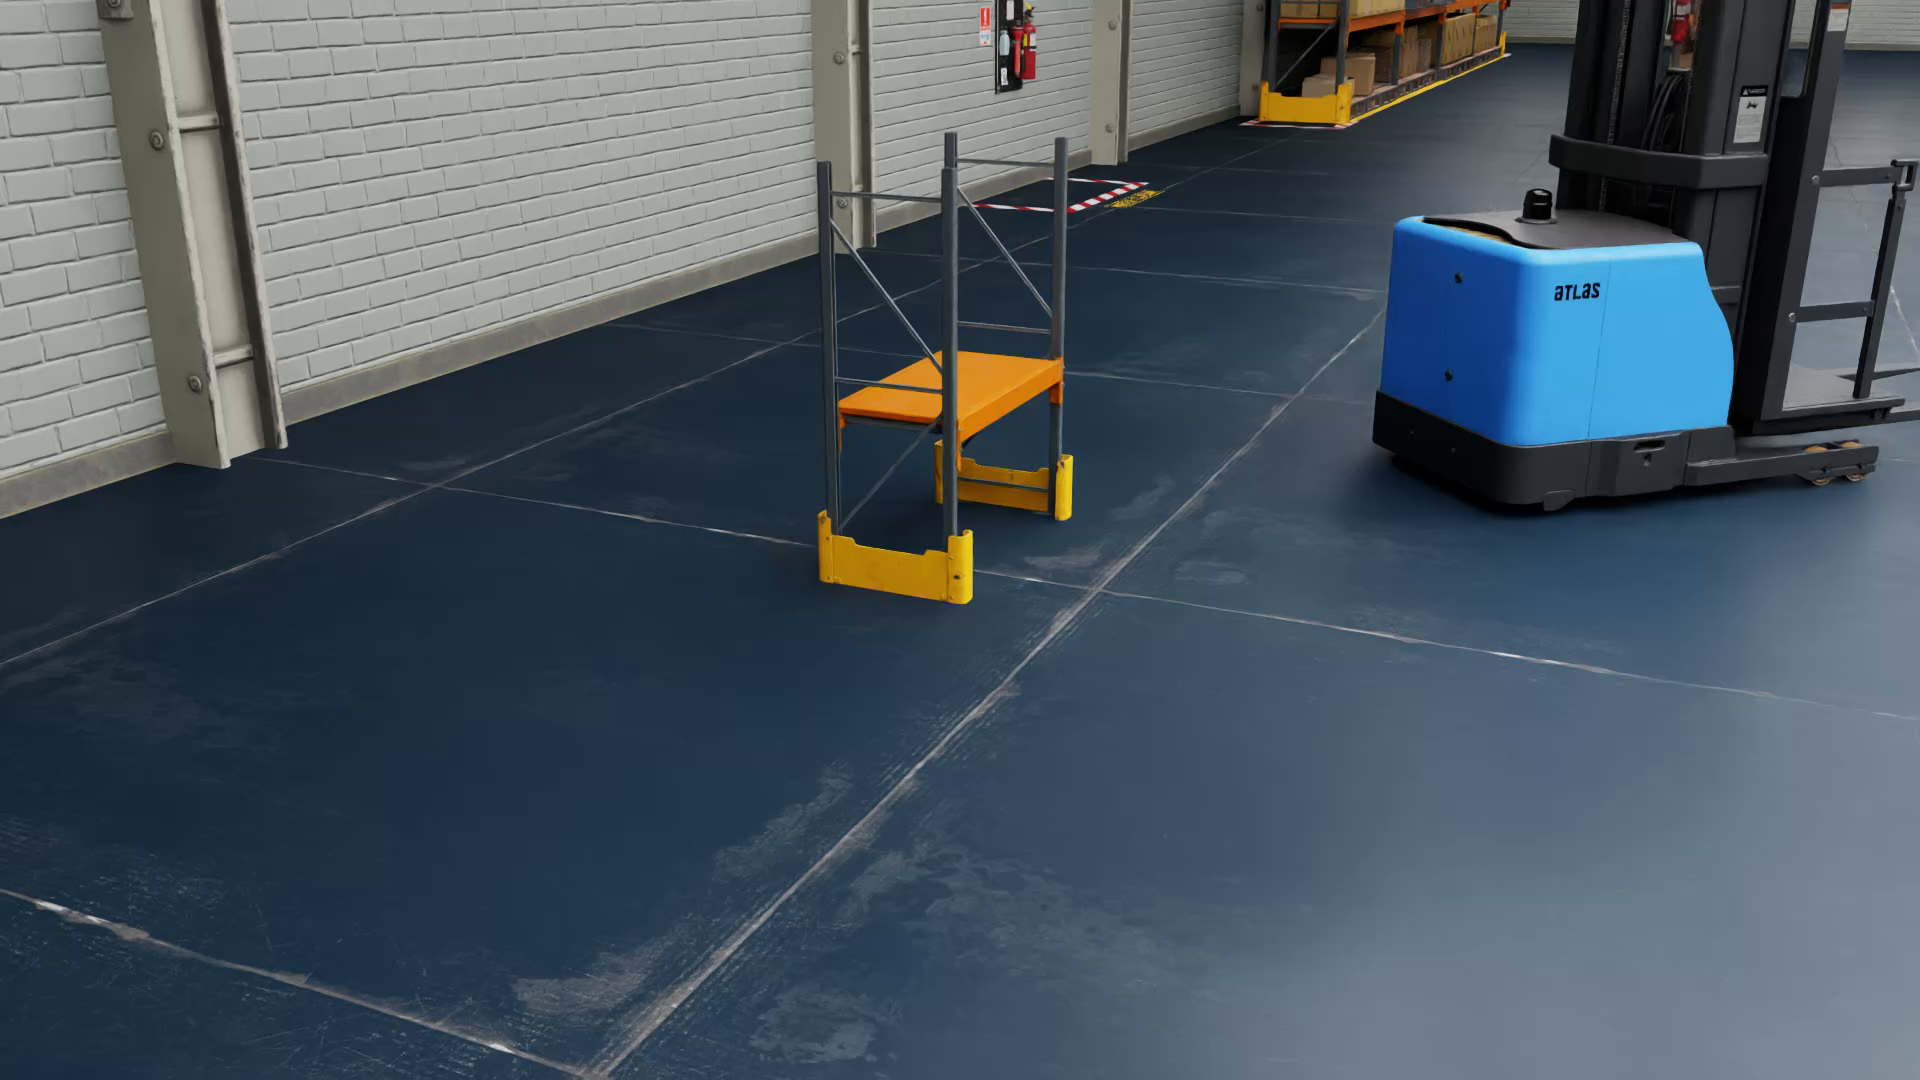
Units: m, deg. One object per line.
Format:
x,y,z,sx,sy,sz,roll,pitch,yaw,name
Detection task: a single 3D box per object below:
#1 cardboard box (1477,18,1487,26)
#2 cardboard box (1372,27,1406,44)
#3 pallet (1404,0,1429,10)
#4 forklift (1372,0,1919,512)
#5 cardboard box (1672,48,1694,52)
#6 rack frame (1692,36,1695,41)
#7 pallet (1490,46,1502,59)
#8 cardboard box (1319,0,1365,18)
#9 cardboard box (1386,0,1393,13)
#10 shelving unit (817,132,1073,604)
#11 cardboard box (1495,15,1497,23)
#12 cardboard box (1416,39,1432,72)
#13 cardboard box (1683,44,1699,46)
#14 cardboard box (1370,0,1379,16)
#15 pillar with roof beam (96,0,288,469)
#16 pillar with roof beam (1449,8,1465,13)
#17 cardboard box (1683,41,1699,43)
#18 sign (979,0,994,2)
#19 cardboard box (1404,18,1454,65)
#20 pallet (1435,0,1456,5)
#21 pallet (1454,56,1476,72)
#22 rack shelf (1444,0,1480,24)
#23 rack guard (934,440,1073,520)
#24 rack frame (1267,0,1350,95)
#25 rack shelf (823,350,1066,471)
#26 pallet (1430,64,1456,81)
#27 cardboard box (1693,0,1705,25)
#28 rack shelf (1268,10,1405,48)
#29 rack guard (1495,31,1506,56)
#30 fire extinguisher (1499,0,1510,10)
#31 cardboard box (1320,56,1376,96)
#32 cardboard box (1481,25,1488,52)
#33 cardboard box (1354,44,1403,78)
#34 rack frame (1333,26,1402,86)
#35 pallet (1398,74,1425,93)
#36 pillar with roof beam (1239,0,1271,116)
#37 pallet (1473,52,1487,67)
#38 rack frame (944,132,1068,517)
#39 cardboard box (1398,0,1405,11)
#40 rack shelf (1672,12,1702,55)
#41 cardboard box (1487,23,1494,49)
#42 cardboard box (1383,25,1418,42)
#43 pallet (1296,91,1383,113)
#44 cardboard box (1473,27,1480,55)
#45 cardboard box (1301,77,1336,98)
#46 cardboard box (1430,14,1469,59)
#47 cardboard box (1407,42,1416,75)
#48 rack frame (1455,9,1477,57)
10.386,-10.425,33.442,0.380,0.149,0.250,8,21,21,cardboard box
6.863,-8.105,26.737,0.500,0.250,0.500,8,21,21,cardboard box
6.635,-8.323,25.683,1.003,0.211,1.213,9,21,23,pallet
3.434,-1.776,7.087,3.031,2.935,1.130,-7,21,-18,forklift
9.417,-6.067,21.409,0.500,0.500,0.500,9,21,23,cardboard box
12.348,-8.744,26.580,1.000,3.000,0.127,9,21,23,rack frame
10.847,-10.299,35.115,1.003,0.211,1.213,9,21,23,pallet
5.041,-7.022,21.930,0.500,0.250,0.500,8,21,21,cardboard box
5.869,-7.645,23.684,0.500,0.250,0.500,8,21,22,cardboard box
-0.031,-0.683,6.152,0.587,1.500,1.083,9,21,23,shelving unit
11.022,-10.902,34.784,0.380,0.149,0.250,8,21,22,cardboard box
7.580,-8.225,28.194,0.700,0.500,0.500,9,21,23,cardboard box
9.826,-6.373,22.269,0.500,0.500,0.500,9,21,23,cardboard box
5.455,-7.337,22.818,0.500,0.250,0.500,8,21,22,cardboard box
0.606,-4.043,4.409,9.100,9.000,0.400,9,21,23,pillar with roof beam
15.348,-15.048,35.353,9.100,9.000,0.400,9,21,23,pillar with roof beam
10.235,-6.678,23.129,0.500,0.500,0.500,9,21,23,cardboard box
0.235,-4.837,14.750,0.001,0.109,0.331,9,21,23,sign
8.248,-8.815,29.359,0.750,0.750,0.750,8,21,22,cardboard box
7.633,-9.100,27.867,1.213,0.211,1.003,9,21,23,pallet
9.218,-9.086,31.701,1.003,0.211,1.213,9,21,23,pallet
8.647,-9.695,30.328,1.077,0.370,4.000,9,21,23,rack shelf
0.173,-0.247,6.789,0.587,0.250,0.087,9,21,23,rack guard
4.552,-6.977,21.612,1.000,3.000,0.127,9,21,23,rack frame
-0.035,-0.511,6.204,0.538,0.185,1.000,9,21,23,rack shelf
8.219,-8.340,29.604,1.003,0.211,1.213,9,21,23,pallet
9.275,-6.487,20.083,0.700,0.500,0.500,9,21,23,cardboard box
5.371,-7.250,23.451,1.077,0.370,4.000,9,21,23,rack shelf
11.113,-10.698,35.804,1.175,0.500,0.348,9,21,23,rack guard
11.586,-11.639,35.392,0.296,0.674,0.183,9,21,23,fire extinguisher
5.496,-6.598,23.618,0.700,0.500,0.500,7,21,19,cardboard box
10.286,-10.190,33.749,0.700,0.500,0.500,9,22,24,cardboard box
6.642,-7.622,26.498,0.700,0.500,0.500,8,21,22,cardboard box
6.190,-8.200,25.050,1.000,3.000,0.127,9,21,23,rack frame
7.005,-7.499,27.239,1.003,0.211,1.213,9,21,23,pallet
7.977,-9.546,19.881,9.100,9.000,0.400,9,21,23,pillar with roof beam
9.848,-9.554,33.017,1.003,0.211,1.213,9,21,23,pallet
0.173,-0.836,6.581,0.500,1.500,0.032,9,21,23,rack frame
6.272,-7.952,24.548,0.500,0.250,0.500,9,21,23,cardboard box
9.891,-6.571,21.543,1.077,0.370,4.000,9,21,23,rack shelf
10.703,-10.508,34.643,0.700,0.500,0.500,8,21,23,cardboard box
7.290,-8.413,27.603,0.500,0.250,0.500,9,21,24,cardboard box
5.449,-6.302,23.874,1.003,0.211,1.213,9,21,23,pallet
9.865,-9.880,32.878,0.700,0.500,0.500,9,21,23,cardboard box
4.917,-6.117,22.548,0.500,0.311,0.500,6,20,17,cardboard box
8.957,-9.342,30.842,0.750,0.750,0.750,9,22,24,cardboard box
7.086,-7.928,27.358,0.700,0.500,0.500,8,21,22,cardboard box
9.466,-10.646,31.926,1.000,3.000,0.127,9,21,23,rack frame
